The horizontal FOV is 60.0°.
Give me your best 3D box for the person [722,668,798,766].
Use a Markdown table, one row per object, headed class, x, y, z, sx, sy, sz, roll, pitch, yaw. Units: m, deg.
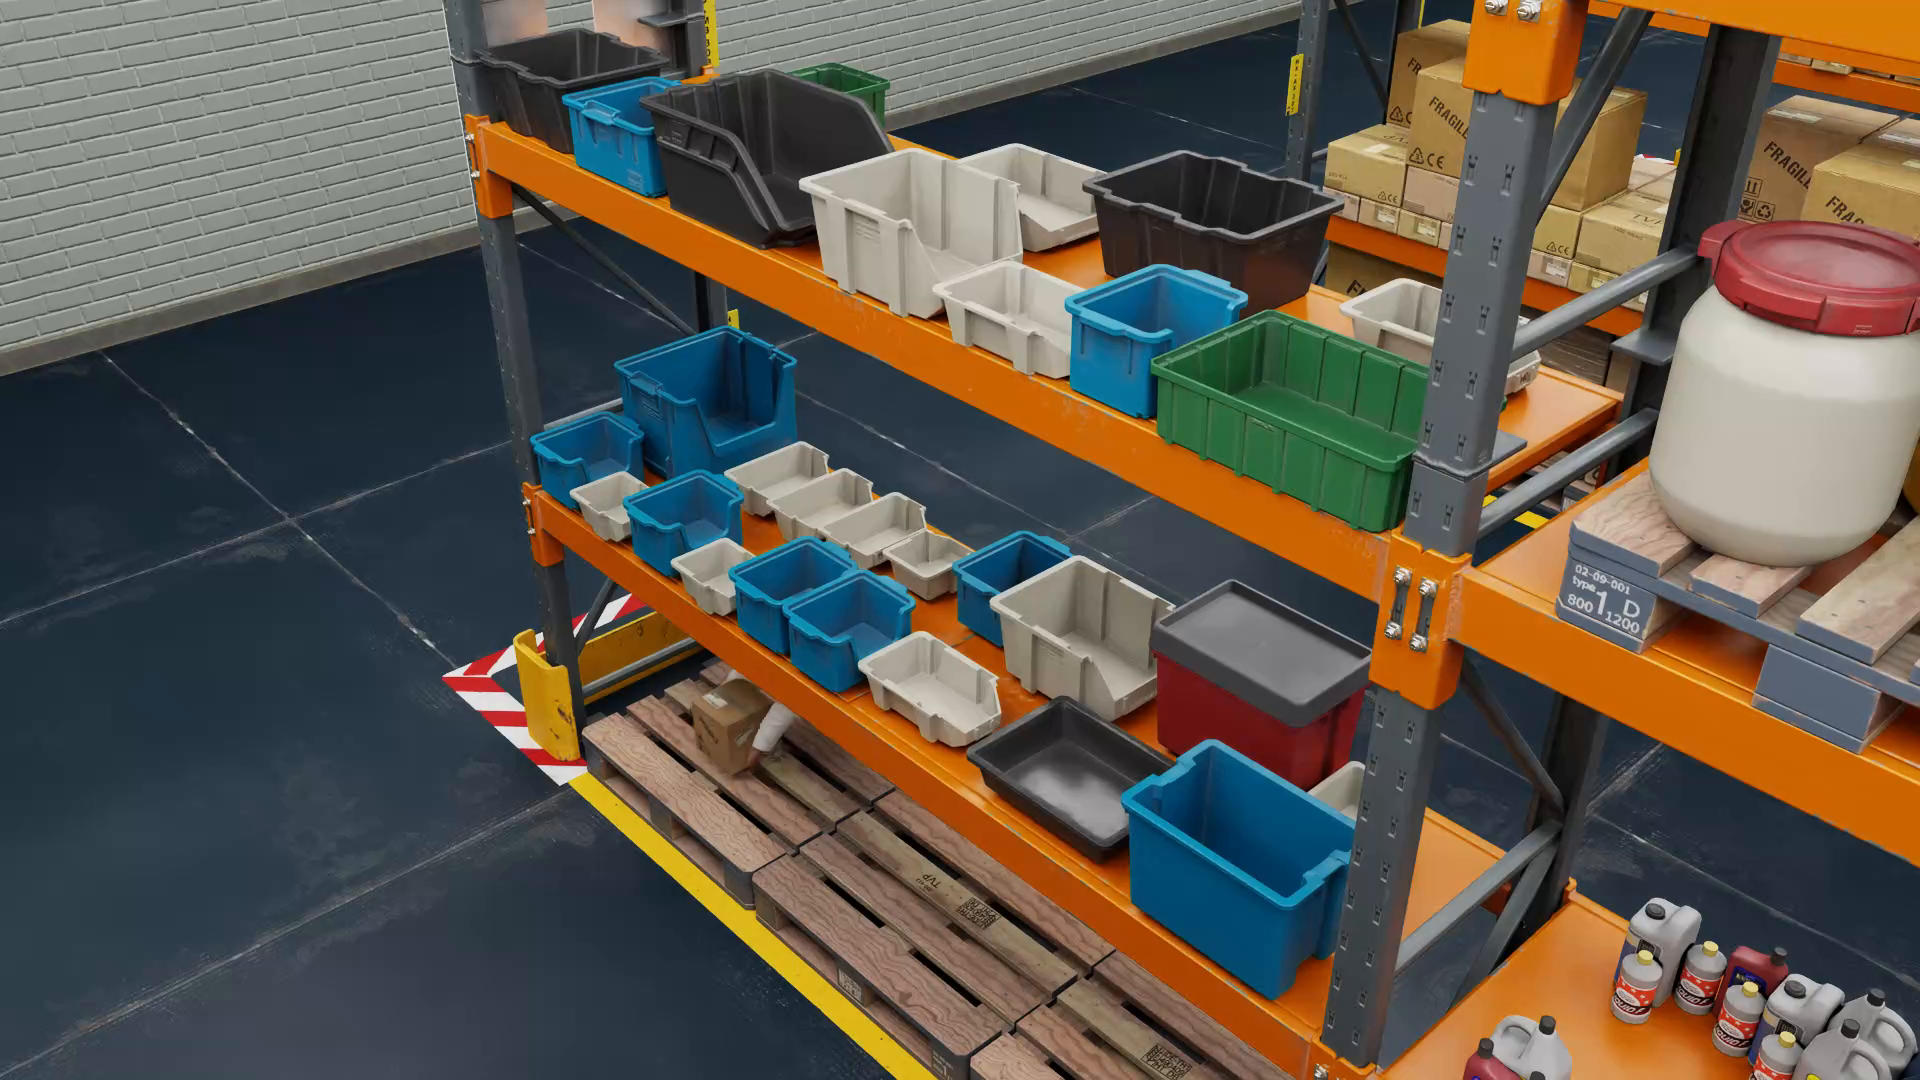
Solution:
| class | x | y | z | sx | sy | sz | roll | pitch | yaw |
| --- | --- | --- | --- | --- | --- | --- | --- | --- | --- |
| person | -0.508 | 0.560 | 6.956 | 1.163 | 1.017 | 0.600 | -16 | 35 | -24 |
